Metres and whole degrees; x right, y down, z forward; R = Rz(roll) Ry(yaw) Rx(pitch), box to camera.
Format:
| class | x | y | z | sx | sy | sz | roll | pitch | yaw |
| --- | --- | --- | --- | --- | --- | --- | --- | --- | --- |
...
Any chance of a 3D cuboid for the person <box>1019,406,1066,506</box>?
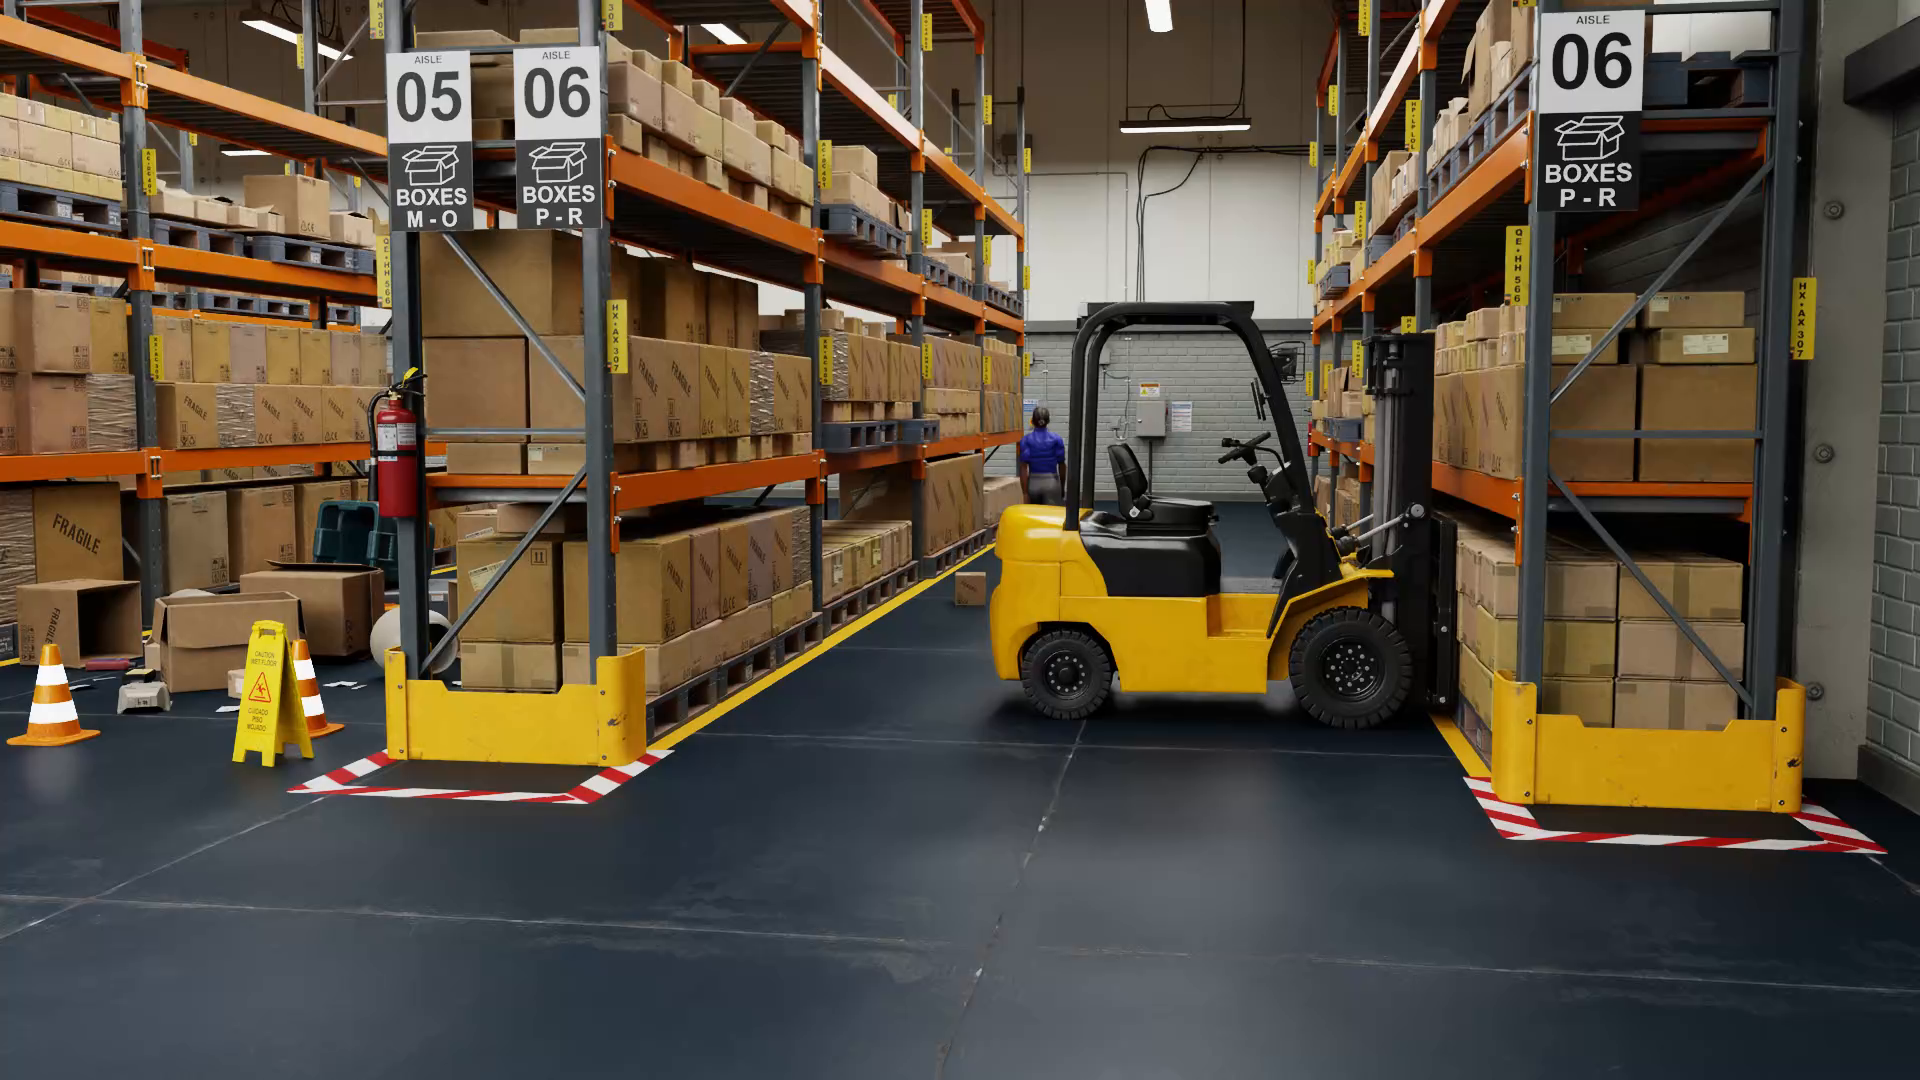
| class | x | y | z | sx | sy | sz | roll | pitch | yaw |
| --- | --- | --- | --- | --- | --- | --- | --- | --- | --- |
| person | 0.789 | -0.476 | 15.859 | 0.435 | 1.602 | 0.978 | 1 | 5 | 10 |
